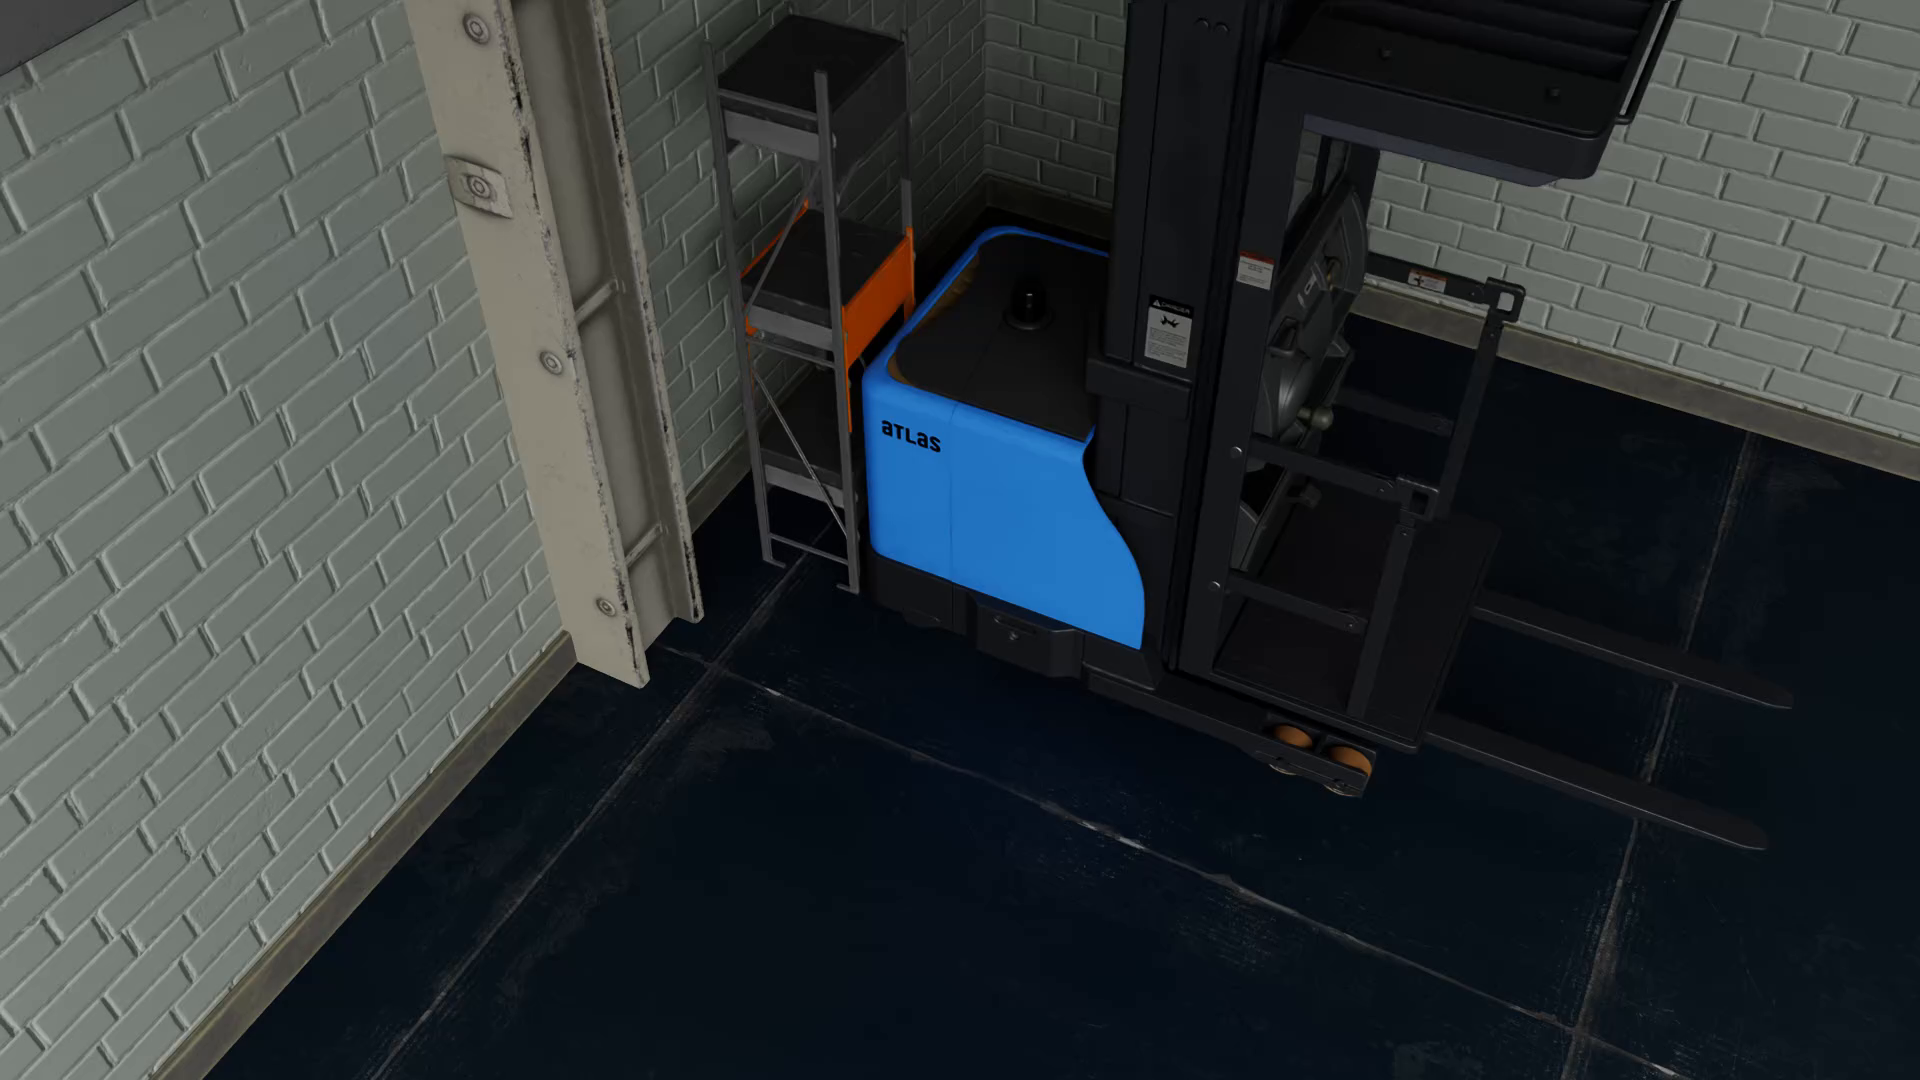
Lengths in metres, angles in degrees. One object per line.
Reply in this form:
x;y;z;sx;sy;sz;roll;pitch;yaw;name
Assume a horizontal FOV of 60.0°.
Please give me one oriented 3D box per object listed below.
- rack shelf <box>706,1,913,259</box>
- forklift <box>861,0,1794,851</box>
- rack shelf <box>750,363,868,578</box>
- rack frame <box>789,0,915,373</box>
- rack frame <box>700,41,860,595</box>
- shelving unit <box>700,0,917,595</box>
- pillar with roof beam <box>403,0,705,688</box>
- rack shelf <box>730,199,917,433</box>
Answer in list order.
-0.442;-1.243;5.038;0.431;0.518;0.480;19;48;18;rack shelf
1.222;-0.632;4.813;3.031;2.935;1.130;20;49;18;forklift
-0.442;-0.259;6.033;0.431;0.518;0.480;19;48;18;rack shelf
-0.337;-0.917;5.680;0.400;2.100;0.015;19;48;18;rack frame
-0.548;-0.604;5.371;0.400;2.100;0.015;19;48;18;rack frame
-0.442;-0.761;5.526;0.431;2.100;0.503;19;48;18;shelving unit
2.669;-1.403;1.310;9.100;9.000;0.400;20;49;19;pillar with roof beam
-0.442;-0.751;5.535;0.431;0.518;0.480;19;48;18;rack shelf
